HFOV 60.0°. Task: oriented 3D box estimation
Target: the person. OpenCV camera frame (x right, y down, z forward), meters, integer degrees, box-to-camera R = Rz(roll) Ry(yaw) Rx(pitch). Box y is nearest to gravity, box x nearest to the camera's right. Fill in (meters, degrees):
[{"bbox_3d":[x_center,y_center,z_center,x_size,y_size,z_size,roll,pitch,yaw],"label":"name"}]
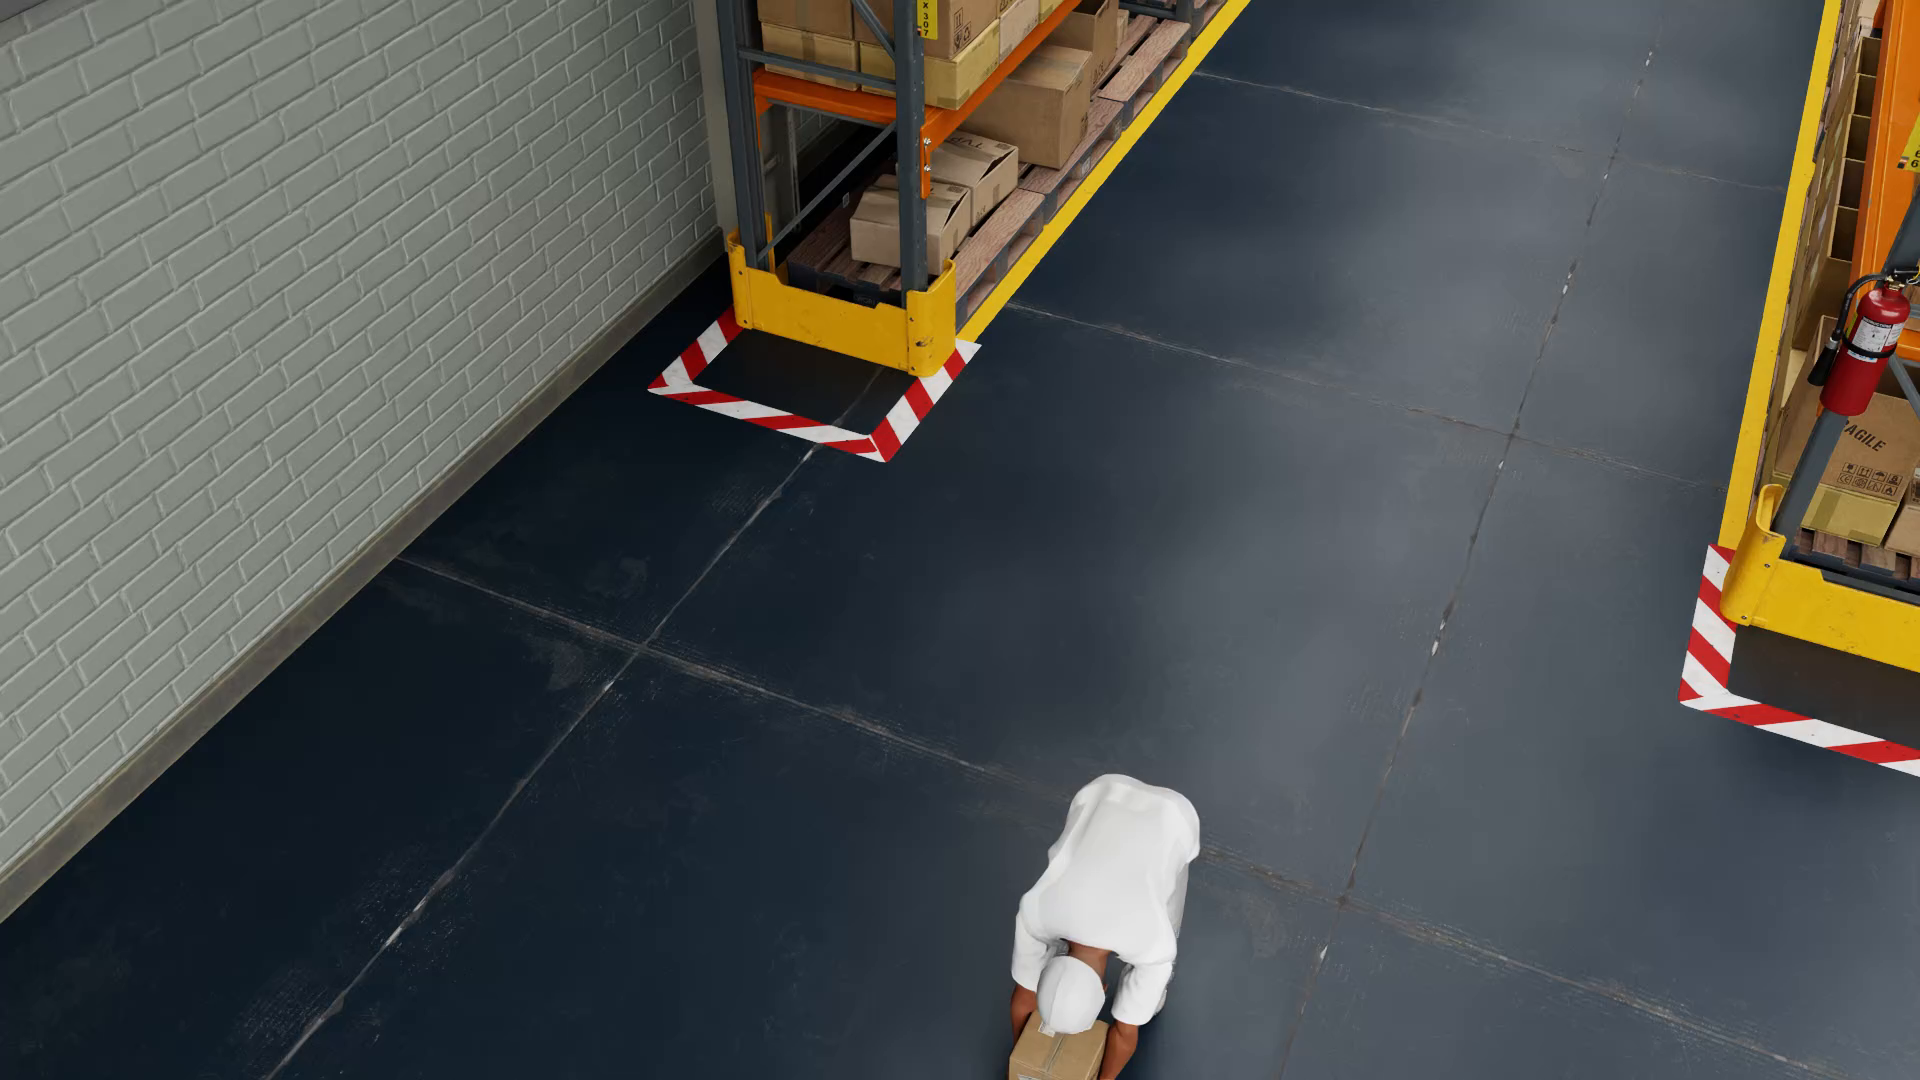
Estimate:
[{"bbox_3d":[0.471,1.306,5.400,0.514,0.843,0.980,16,44,17],"label":"person"}]
